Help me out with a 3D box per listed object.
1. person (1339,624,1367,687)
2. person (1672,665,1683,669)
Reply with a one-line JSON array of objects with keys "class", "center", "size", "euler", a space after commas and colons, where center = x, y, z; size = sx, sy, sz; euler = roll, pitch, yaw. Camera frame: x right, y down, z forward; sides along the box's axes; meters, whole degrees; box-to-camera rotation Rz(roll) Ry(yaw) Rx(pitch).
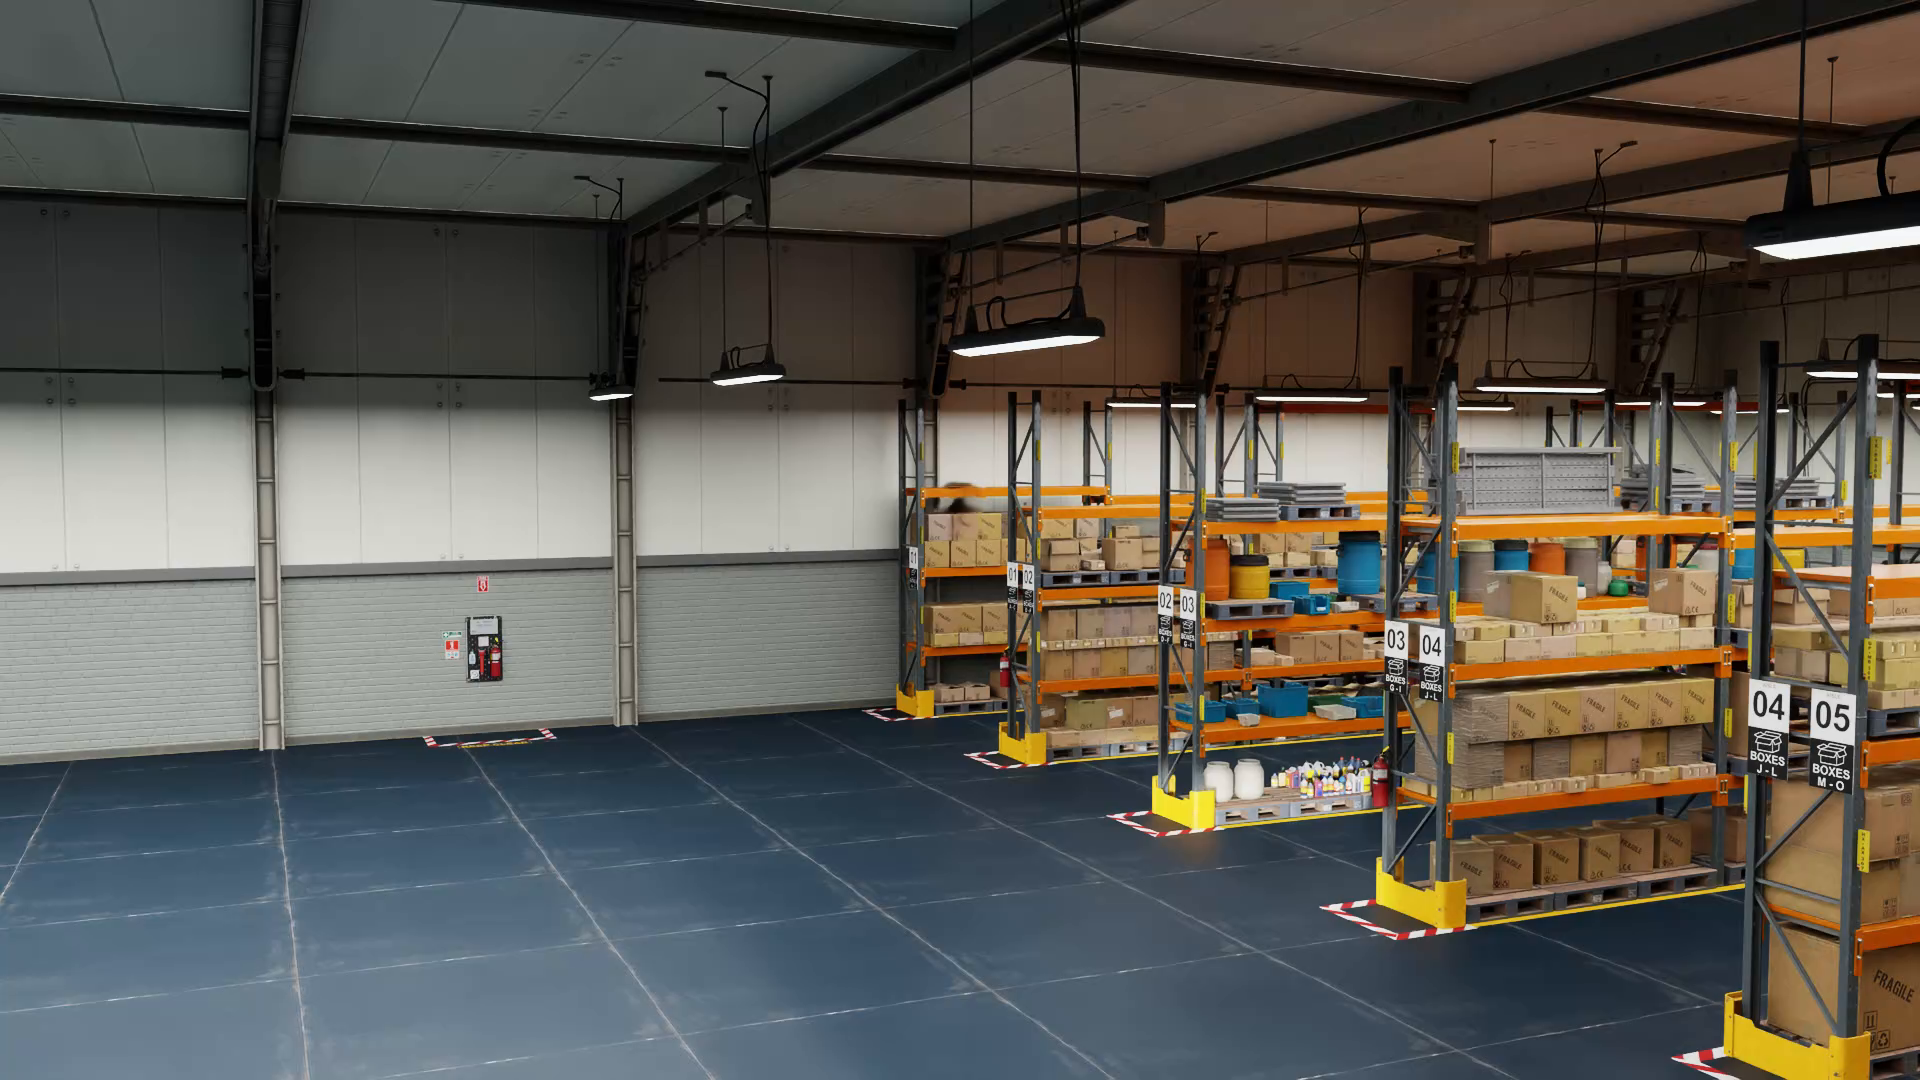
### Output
[{"class": "person", "center": [7.568, 2.391, 32.122], "size": [0.620, 1.793, 0.438], "euler": [-1, 4, -20]}, {"class": "person", "center": [13.375, 2.503, 30.986], "size": [0.518, 1.674, 0.367], "euler": [-2, 4, -26]}]
